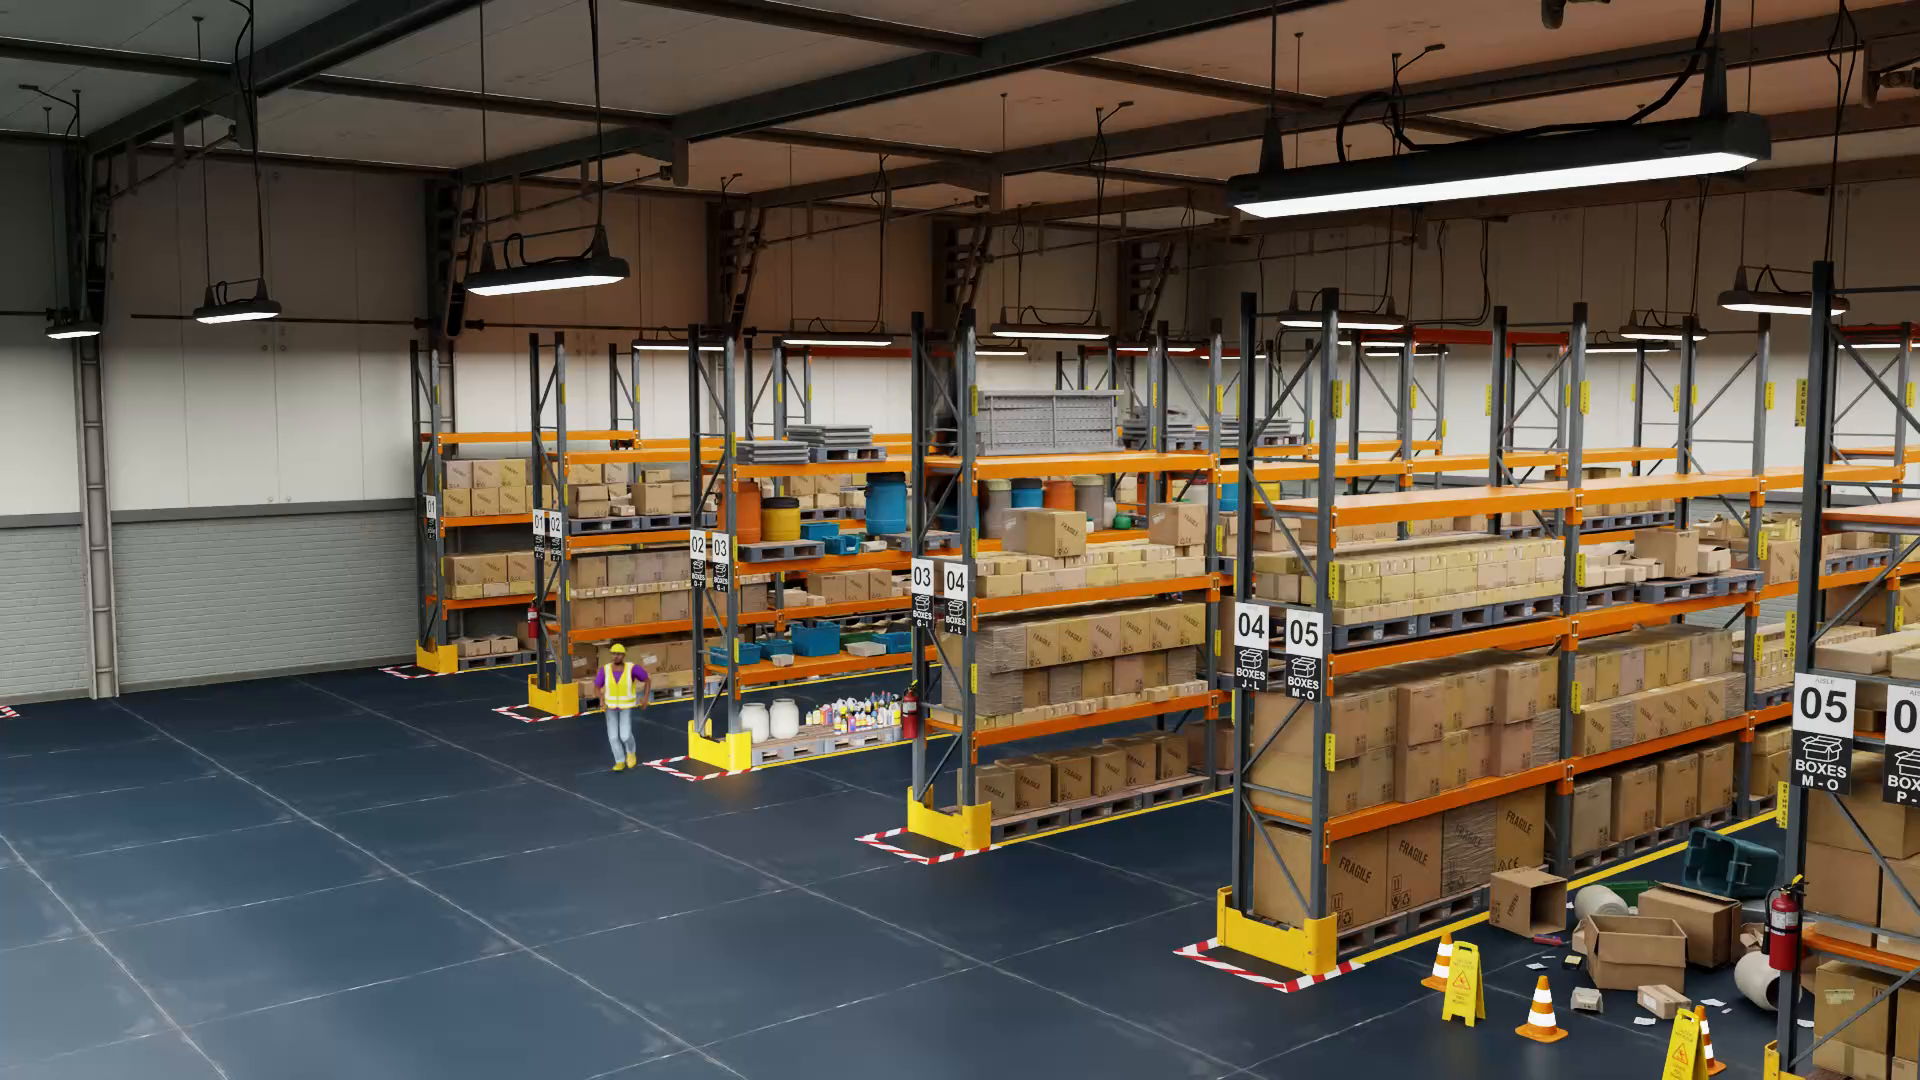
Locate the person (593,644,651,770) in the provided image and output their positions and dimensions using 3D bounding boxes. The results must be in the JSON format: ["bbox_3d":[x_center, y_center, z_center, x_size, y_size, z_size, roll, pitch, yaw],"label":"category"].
[{"bbox_3d":[-4.531,2.239,22.192,0.744,1.719,0.587,0,5,0],"label":"person"}]

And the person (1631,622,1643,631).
[{"bbox_3d":[10.244,2.047,25.220,0.530,1.607,0.609,-4,7,-40],"label":"person"}]
